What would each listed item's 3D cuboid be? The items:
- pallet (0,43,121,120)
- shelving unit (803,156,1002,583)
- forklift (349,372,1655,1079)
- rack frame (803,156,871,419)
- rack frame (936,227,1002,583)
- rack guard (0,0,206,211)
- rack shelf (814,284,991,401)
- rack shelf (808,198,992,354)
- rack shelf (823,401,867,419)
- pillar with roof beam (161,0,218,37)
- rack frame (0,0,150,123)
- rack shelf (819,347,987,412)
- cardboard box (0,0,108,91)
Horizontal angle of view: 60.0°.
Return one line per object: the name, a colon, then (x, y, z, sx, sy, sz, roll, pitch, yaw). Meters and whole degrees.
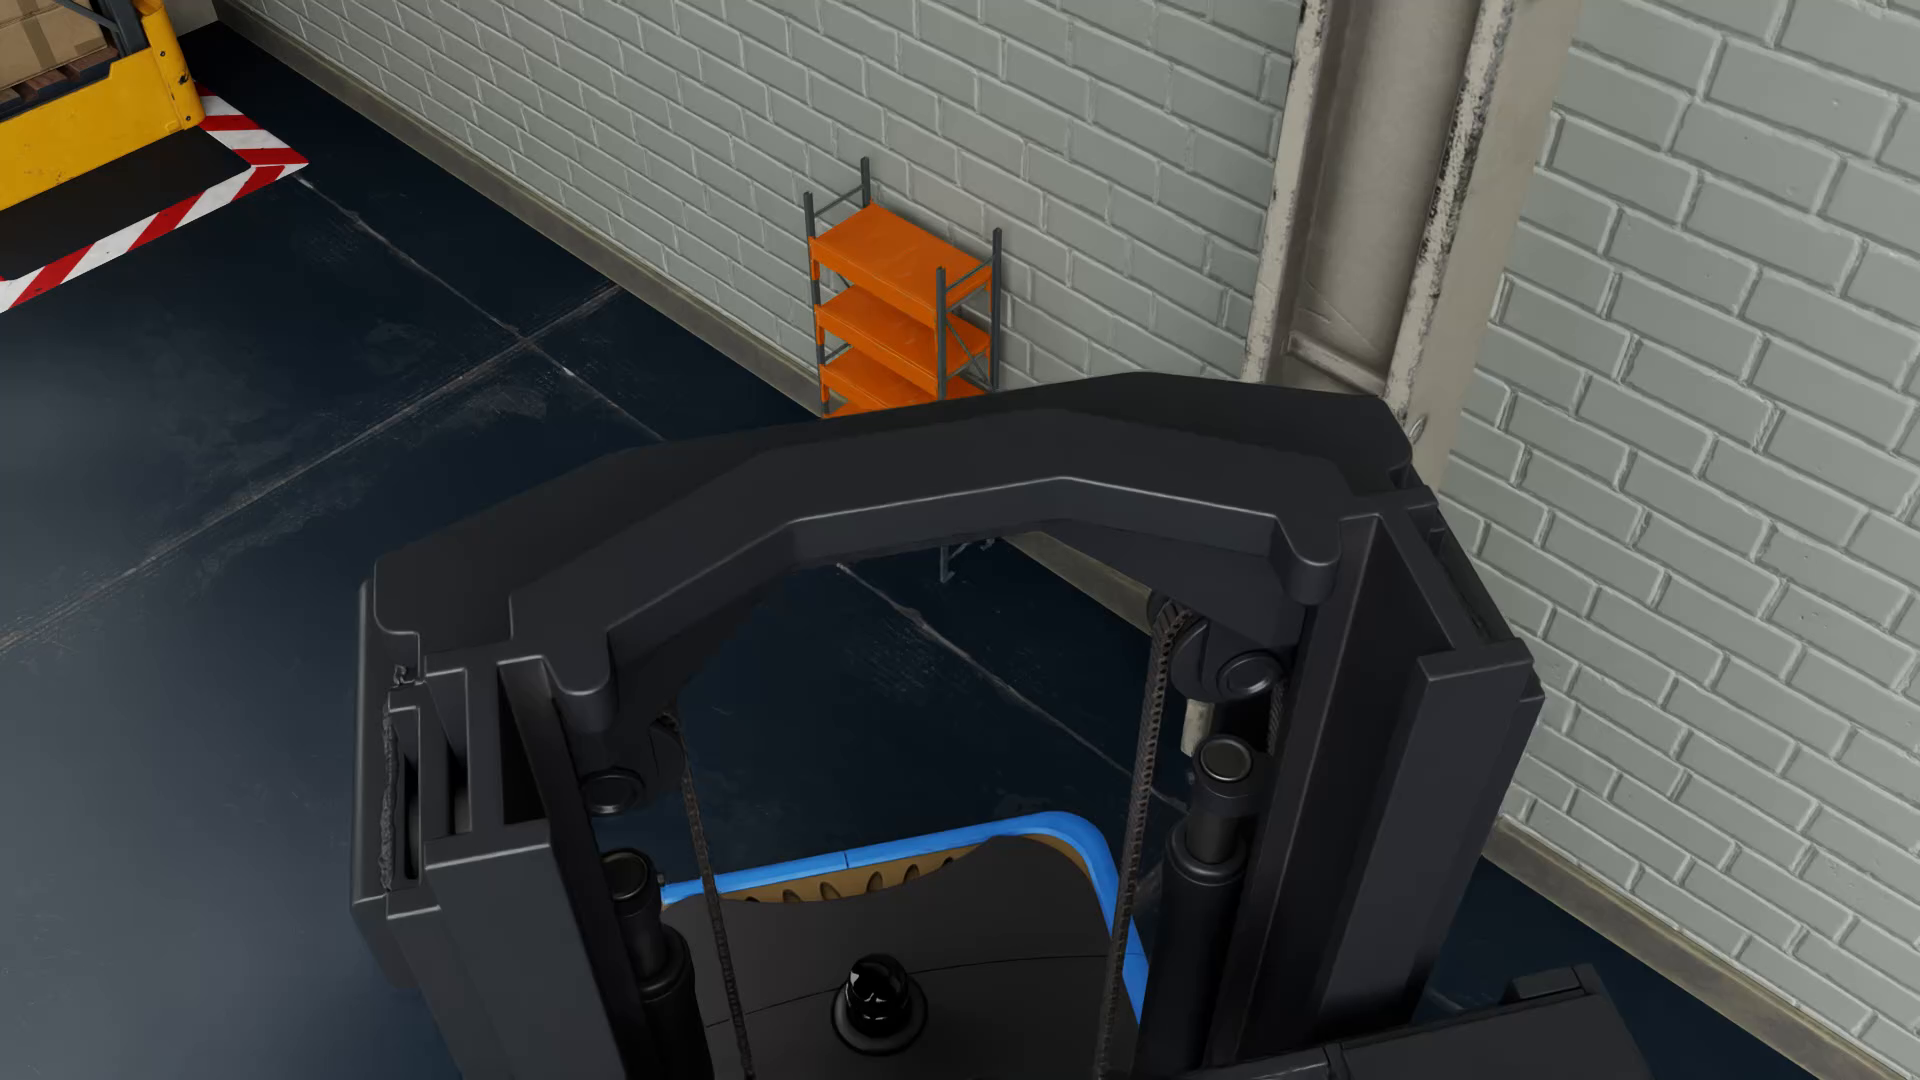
pallet: (-4.232, -1.963, 6.948, 1.213, 0.211, 1.003, 34, 55, 28)
shelving unit: (-0.156, -0.464, 4.863, 0.503, 1.200, 0.258, 33, 55, 27)
forklift: (0.106, 1.383, 1.941, 1.130, 2.935, 3.031, -9, 48, -9)
rack frame: (-0.337, -0.583, 4.975, 0.015, 1.200, 0.240, 33, 55, 27)
rack frame: (0.025, -0.345, 4.750, 0.015, 1.200, 0.240, 33, 55, 27)
rack guard: (-3.623, -1.694, 6.498, 0.348, 0.500, 1.175, 34, 55, 28)
rack shelf: (-0.156, -0.571, 4.748, 0.480, 0.148, 0.258, 33, 55, 27)
rack shelf: (-0.156, -0.733, 4.576, 0.480, 0.148, 0.258, 33, 55, 27)
rack shelf: (-0.156, -0.282, 5.056, 0.480, 0.148, 0.258, 33, 55, 27)
pillar with roof beam: (-6.461, -3.136, 2.022, 0.400, 9.000, 9.100, 34, 55, 28)
rack frame: (-3.641, -2.562, 5.598, 0.127, 3.000, 1.000, 34, 55, 28)
rack shelf: (-0.156, -0.418, 4.912, 0.480, 0.148, 0.258, 33, 55, 27)
cardboard box: (-3.869, -2.112, 6.773, 0.500, 0.250, 0.500, 34, 56, 28)
